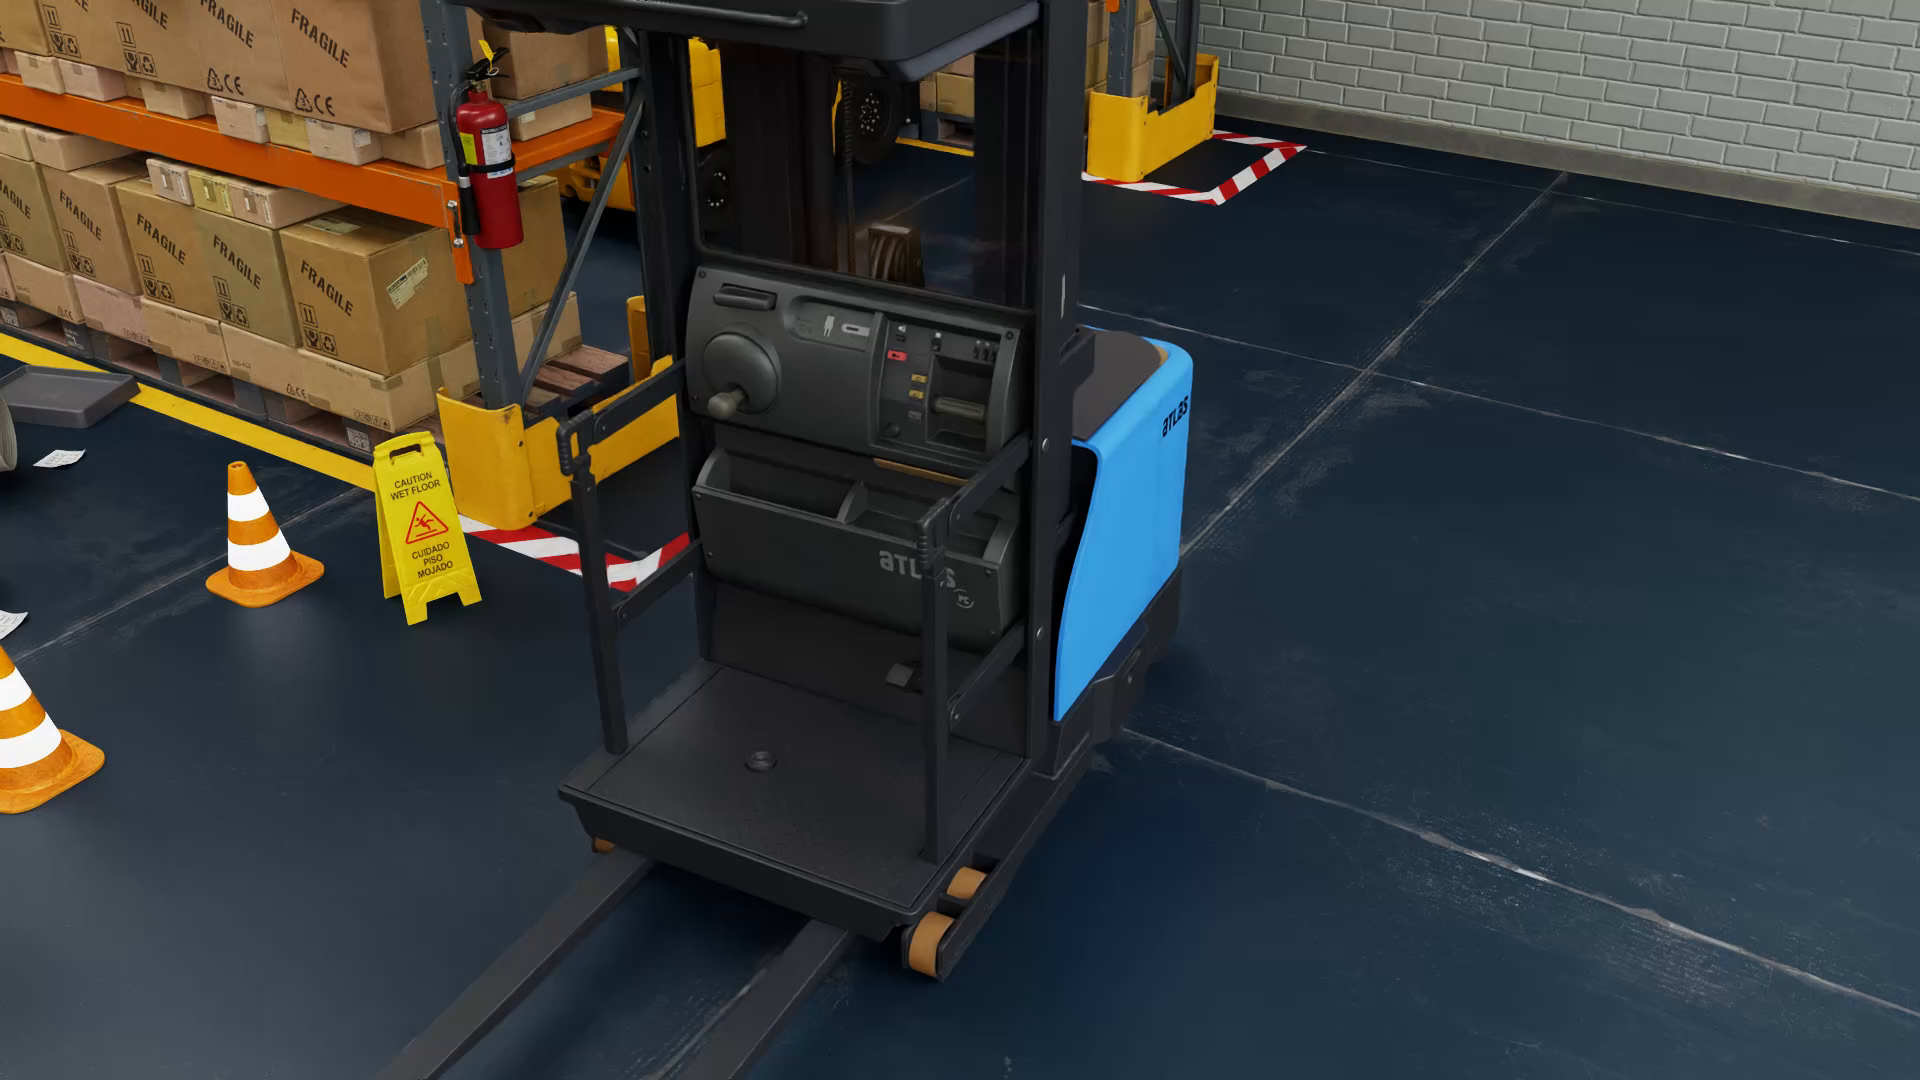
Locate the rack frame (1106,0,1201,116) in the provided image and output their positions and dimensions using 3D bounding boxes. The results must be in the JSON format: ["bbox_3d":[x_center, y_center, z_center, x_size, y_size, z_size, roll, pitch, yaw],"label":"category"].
[{"bbox_3d":[1.177,-3.713,9.637,0.127,3.000,1.000,18,35,27],"label":"rack frame"}]

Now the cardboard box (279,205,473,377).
[{"bbox_3d":[-2.276,-1.014,6.579,0.500,0.500,0.500,18,35,28],"label":"cardboard box"}]

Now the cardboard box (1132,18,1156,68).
[{"bbox_3d":[0.889,-3.137,10.466,0.500,0.250,0.500,18,35,28],"label":"cardboard box"}]

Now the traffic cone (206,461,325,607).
[{"bbox_3d":[-2.509,-0.062,5.897,0.334,0.463,0.336,18,35,27],"label":"traffic cone"}]

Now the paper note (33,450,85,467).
[{"bbox_3d":[-3.681,-0.338,6.799,0.148,0.019,0.142,6,31,10],"label":"paper note"}]

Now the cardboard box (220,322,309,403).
[{"bbox_3d":[-2.721,-0.831,7.009,0.500,0.250,0.500,18,35,28],"label":"cardboard box"}]

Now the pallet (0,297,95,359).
[{"bbox_3d":[-4.259,-1.295,8.261,1.213,0.211,1.003,18,35,27],"label":"pallet"}]

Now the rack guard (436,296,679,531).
[{"bbox_3d":[-1.524,-0.534,6.669,0.348,0.500,1.175,18,35,27],"label":"rack guard"}]

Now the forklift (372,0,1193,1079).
[{"bbox_3d":[-0.380,-0.391,4.011,1.130,2.935,3.031,14,33,23],"label":"forklift"}]

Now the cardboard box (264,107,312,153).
[{"bbox_3d":[-2.369,-1.592,6.251,0.250,0.149,0.380,17,34,27],"label":"cardboard box"}]

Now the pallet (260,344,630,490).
[{"bbox_3d":[-2.193,-0.642,7.140,1.213,0.211,1.003,18,35,27],"label":"pallet"}]

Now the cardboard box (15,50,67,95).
[{"bbox_3d":[-3.672,-1.988,6.930,0.250,0.149,0.380,18,35,28],"label":"cardboard box"}]

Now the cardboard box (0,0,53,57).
[{"bbox_3d":[-3.767,-2.335,6.881,0.500,0.500,0.500,17,34,27],"label":"cardboard box"}]

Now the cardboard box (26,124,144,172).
[{"bbox_3d":[-3.751,-1.722,7.149,0.250,0.149,0.380,20,36,30],"label":"cardboard box"}]

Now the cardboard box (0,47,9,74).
[{"bbox_3d":[-4.077,-2.150,7.208,0.250,0.149,0.380,19,35,29],"label":"cardboard box"}]

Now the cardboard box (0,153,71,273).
[{"bbox_3d":[-4.031,-1.571,7.533,0.500,0.500,0.500,19,35,29],"label":"cardboard box"}]

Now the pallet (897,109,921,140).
[{"bbox_3d":[-0.523,-3.022,11.221,1.213,0.211,1.003,18,35,27],"label":"pallet"}]

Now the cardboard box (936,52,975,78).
[{"bbox_3d":[0.179,-3.058,10.331,0.500,0.250,0.500,17,34,27],"label":"cardboard box"}]

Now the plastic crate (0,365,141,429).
[{"bbox_3d":[-3.953,-0.633,7.256,0.583,0.080,0.402,6,31,10],"label":"plastic crate"}]

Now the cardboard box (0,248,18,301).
[{"bbox_3d":[-4.491,-1.385,7.959,0.500,0.250,0.500,16,34,25],"label":"cardboard box"}]

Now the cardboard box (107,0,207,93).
[{"bbox_3d":[-2.909,-2.064,6.417,0.500,0.500,0.500,17,34,27],"label":"cardboard box"}]

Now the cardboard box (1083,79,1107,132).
[{"bbox_3d":[0.611,-2.697,10.209,0.500,0.250,0.500,18,35,28],"label":"cardboard box"}]

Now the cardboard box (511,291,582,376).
[{"bbox_3d":[-1.995,-0.921,7.164,0.500,0.250,0.500,17,34,27],"label":"cardboard box"}]

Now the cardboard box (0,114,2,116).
[{"bbox_3d":[-4.417,-1.930,7.506,0.250,0.149,0.380,18,35,28],"label":"cardboard box"}]

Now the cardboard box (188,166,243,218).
[{"bbox_3d":[-2.834,-1.433,6.653,0.250,0.149,0.380,18,35,28],"label":"cardboard box"}]

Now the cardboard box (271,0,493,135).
[{"bbox_3d":[-2.065,-1.793,5.951,0.500,0.500,0.500,17,34,26],"label":"cardboard box"}]

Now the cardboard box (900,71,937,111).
[{"bbox_3d":[-0.225,-2.972,10.680,0.500,0.250,0.500,18,35,28],"label":"cardboard box"}]

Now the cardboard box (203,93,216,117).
[{"bbox_3d":[-2.745,-1.776,6.568,0.250,0.149,0.380,18,35,28],"label":"cardboard box"}]

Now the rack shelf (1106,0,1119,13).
[{"bbox_3d":[-0.517,-3.938,10.737,4.000,0.370,1.077,18,35,27],"label":"rack shelf"}]

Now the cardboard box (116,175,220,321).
[{"bbox_3d":[-3.144,-1.291,7.053,0.500,0.500,0.500,17,34,26],"label":"cardboard box"}]

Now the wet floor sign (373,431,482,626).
[{"bbox_3d":[-1.867,-0.069,5.727,0.267,0.644,0.232,-21,36,-32],"label":"wet floor sign"}]

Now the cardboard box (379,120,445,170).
[{"bbox_3d":[-1.890,-1.493,6.082,0.250,0.149,0.380,19,35,29],"label":"cardboard box"}]

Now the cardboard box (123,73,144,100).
[{"bbox_3d":[-3.174,-1.911,6.799,0.250,0.149,0.380,18,35,27],"label":"cardboard box"}]

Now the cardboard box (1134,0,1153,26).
[{"bbox_3d":[0.870,-3.348,10.331,0.500,0.250,0.500,17,34,27],"label":"cardboard box"}]

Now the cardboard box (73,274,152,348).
[{"bbox_3d":[-3.582,-1.106,7.481,0.500,0.250,0.500,17,34,27],"label":"cardboard box"}]
